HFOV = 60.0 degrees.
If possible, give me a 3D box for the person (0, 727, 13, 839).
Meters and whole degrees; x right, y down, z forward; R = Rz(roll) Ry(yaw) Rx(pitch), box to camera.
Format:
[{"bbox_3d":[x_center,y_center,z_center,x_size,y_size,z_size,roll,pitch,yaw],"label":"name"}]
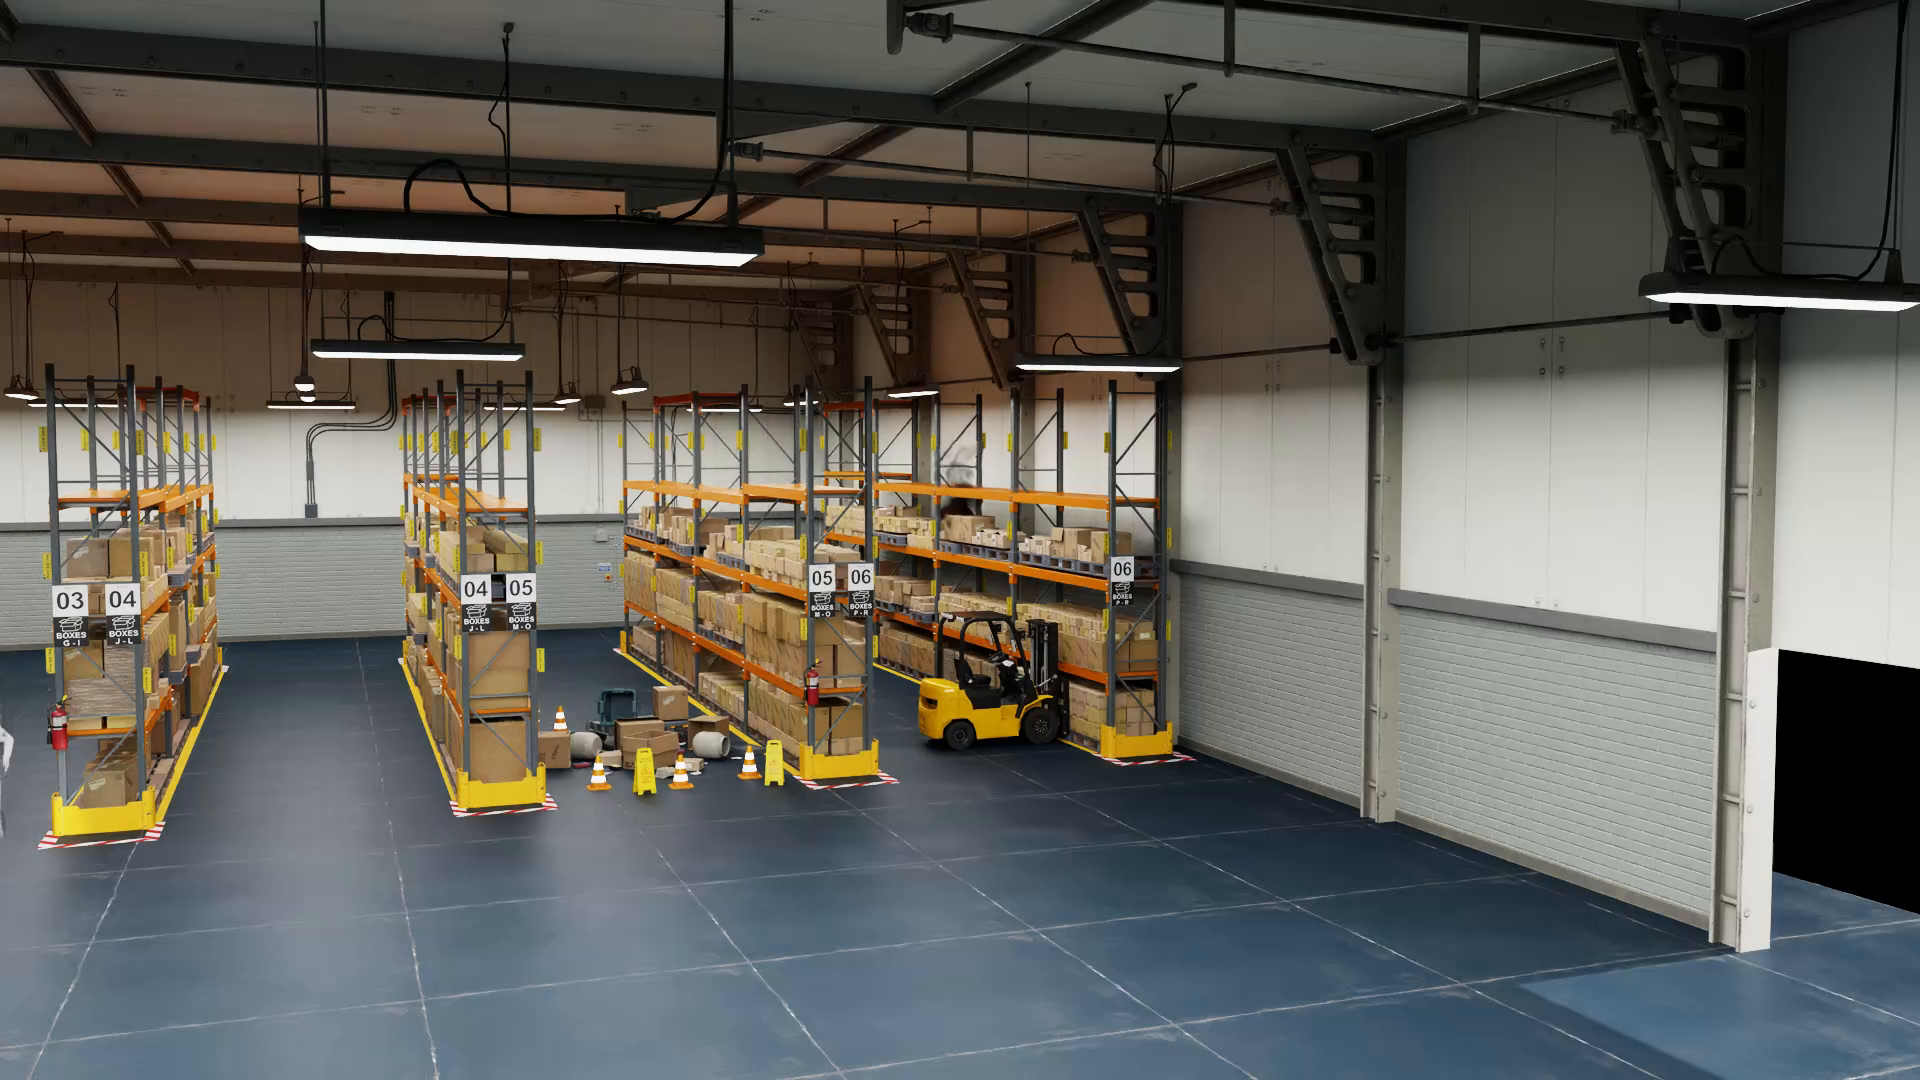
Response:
[{"bbox_3d":[-12.396,2.937,21.137,0.633,1.700,0.773,-2,4,-27],"label":"person"}]
